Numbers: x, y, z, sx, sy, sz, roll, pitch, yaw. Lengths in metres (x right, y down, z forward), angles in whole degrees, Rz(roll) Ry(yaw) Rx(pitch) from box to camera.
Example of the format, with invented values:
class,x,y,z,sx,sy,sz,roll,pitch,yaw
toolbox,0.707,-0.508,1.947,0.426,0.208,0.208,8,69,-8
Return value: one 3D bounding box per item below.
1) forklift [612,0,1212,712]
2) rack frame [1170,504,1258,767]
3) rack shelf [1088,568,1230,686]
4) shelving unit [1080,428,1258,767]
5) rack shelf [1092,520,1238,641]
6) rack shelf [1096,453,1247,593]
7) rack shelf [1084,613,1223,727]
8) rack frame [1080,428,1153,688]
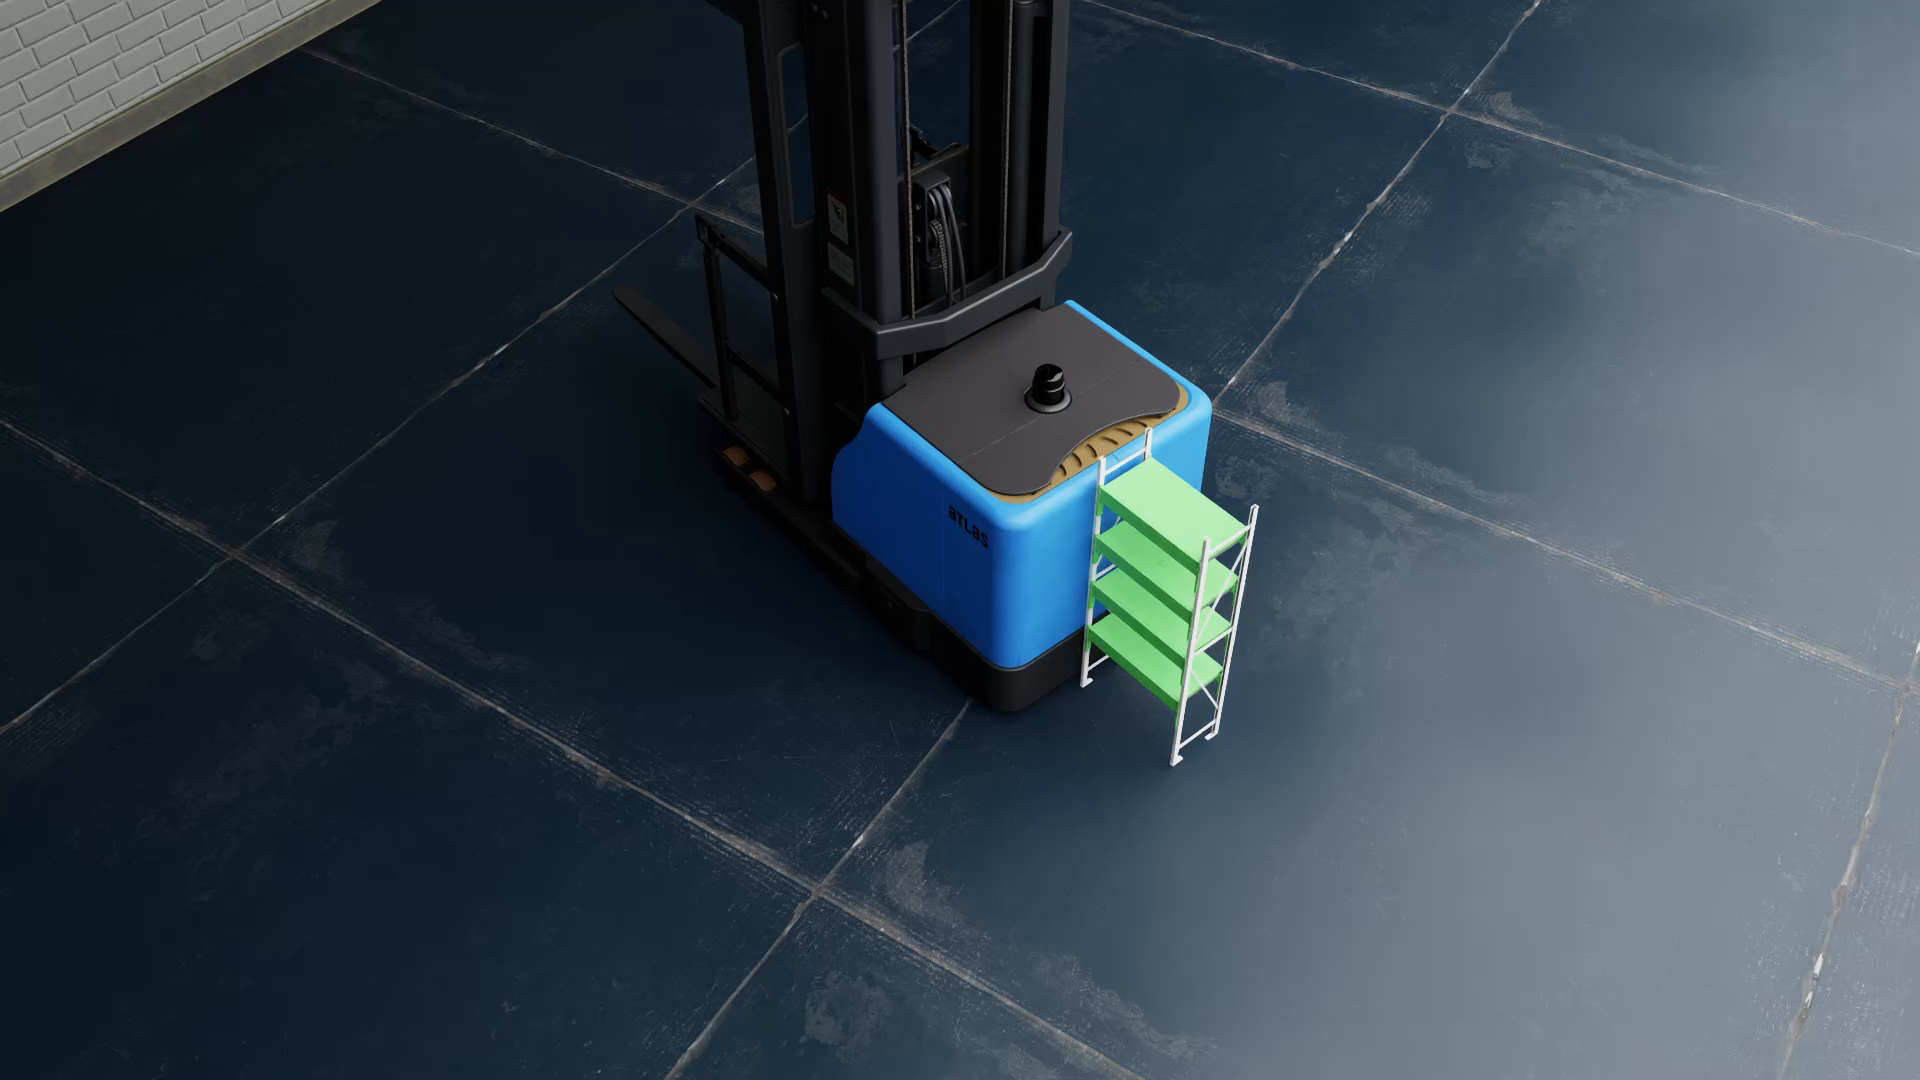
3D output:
class,x,y,z,sx,sy,sz,roll,pitch,yaw
forklift,-0.406,-1.367,6.257,1.130,2.935,3.031,-31,53,-27
rack frame,0.874,0.361,5.784,0.240,1.200,0.015,-31,53,-27
rack shelf,0.717,0.272,5.960,0.258,0.148,0.480,-31,53,-27
shelving unit,0.717,0.227,5.914,0.258,1.200,0.503,-31,53,-27
rack shelf,0.717,0.104,5.788,0.258,0.148,0.480,-31,53,-27
rack shelf,0.717,-0.063,5.616,0.258,0.148,0.480,-31,53,-27
rack shelf,0.717,0.439,6.132,0.258,0.148,0.480,-31,53,-27
rack frame,0.560,0.093,6.045,0.240,1.200,0.015,-31,53,-27
